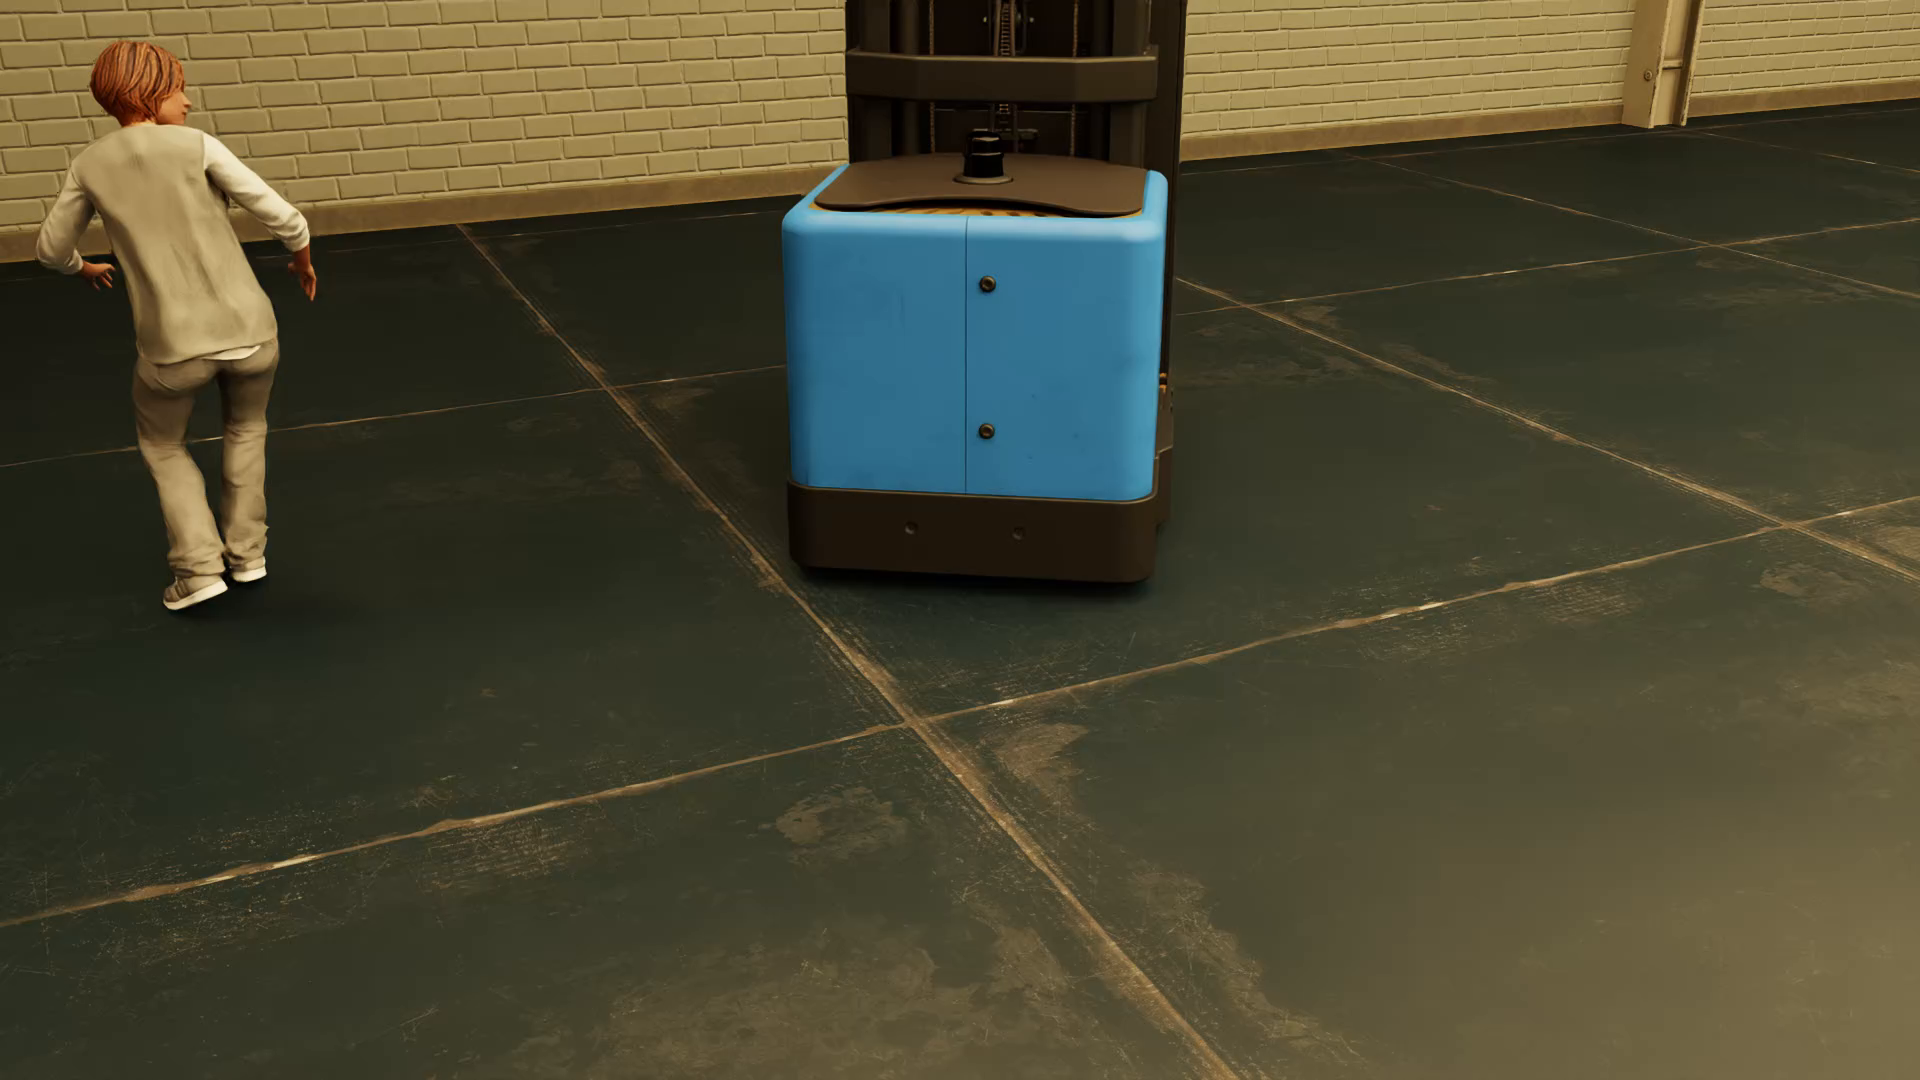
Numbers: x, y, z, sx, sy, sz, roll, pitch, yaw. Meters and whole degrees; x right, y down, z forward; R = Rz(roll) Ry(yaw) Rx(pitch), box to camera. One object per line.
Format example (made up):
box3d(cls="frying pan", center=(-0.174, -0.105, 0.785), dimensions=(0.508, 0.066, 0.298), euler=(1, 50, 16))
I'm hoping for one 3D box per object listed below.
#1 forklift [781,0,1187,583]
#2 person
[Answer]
box3d(cls="forklift", center=(0.208, -1.763, 5.531), dimensions=(1.130, 2.935, 3.031), euler=(3, 23, 7))
box3d(cls="person", center=(-2.099, -0.584, 4.549), dimensions=(0.676, 1.513, 0.648), euler=(-11, 25, -24))
